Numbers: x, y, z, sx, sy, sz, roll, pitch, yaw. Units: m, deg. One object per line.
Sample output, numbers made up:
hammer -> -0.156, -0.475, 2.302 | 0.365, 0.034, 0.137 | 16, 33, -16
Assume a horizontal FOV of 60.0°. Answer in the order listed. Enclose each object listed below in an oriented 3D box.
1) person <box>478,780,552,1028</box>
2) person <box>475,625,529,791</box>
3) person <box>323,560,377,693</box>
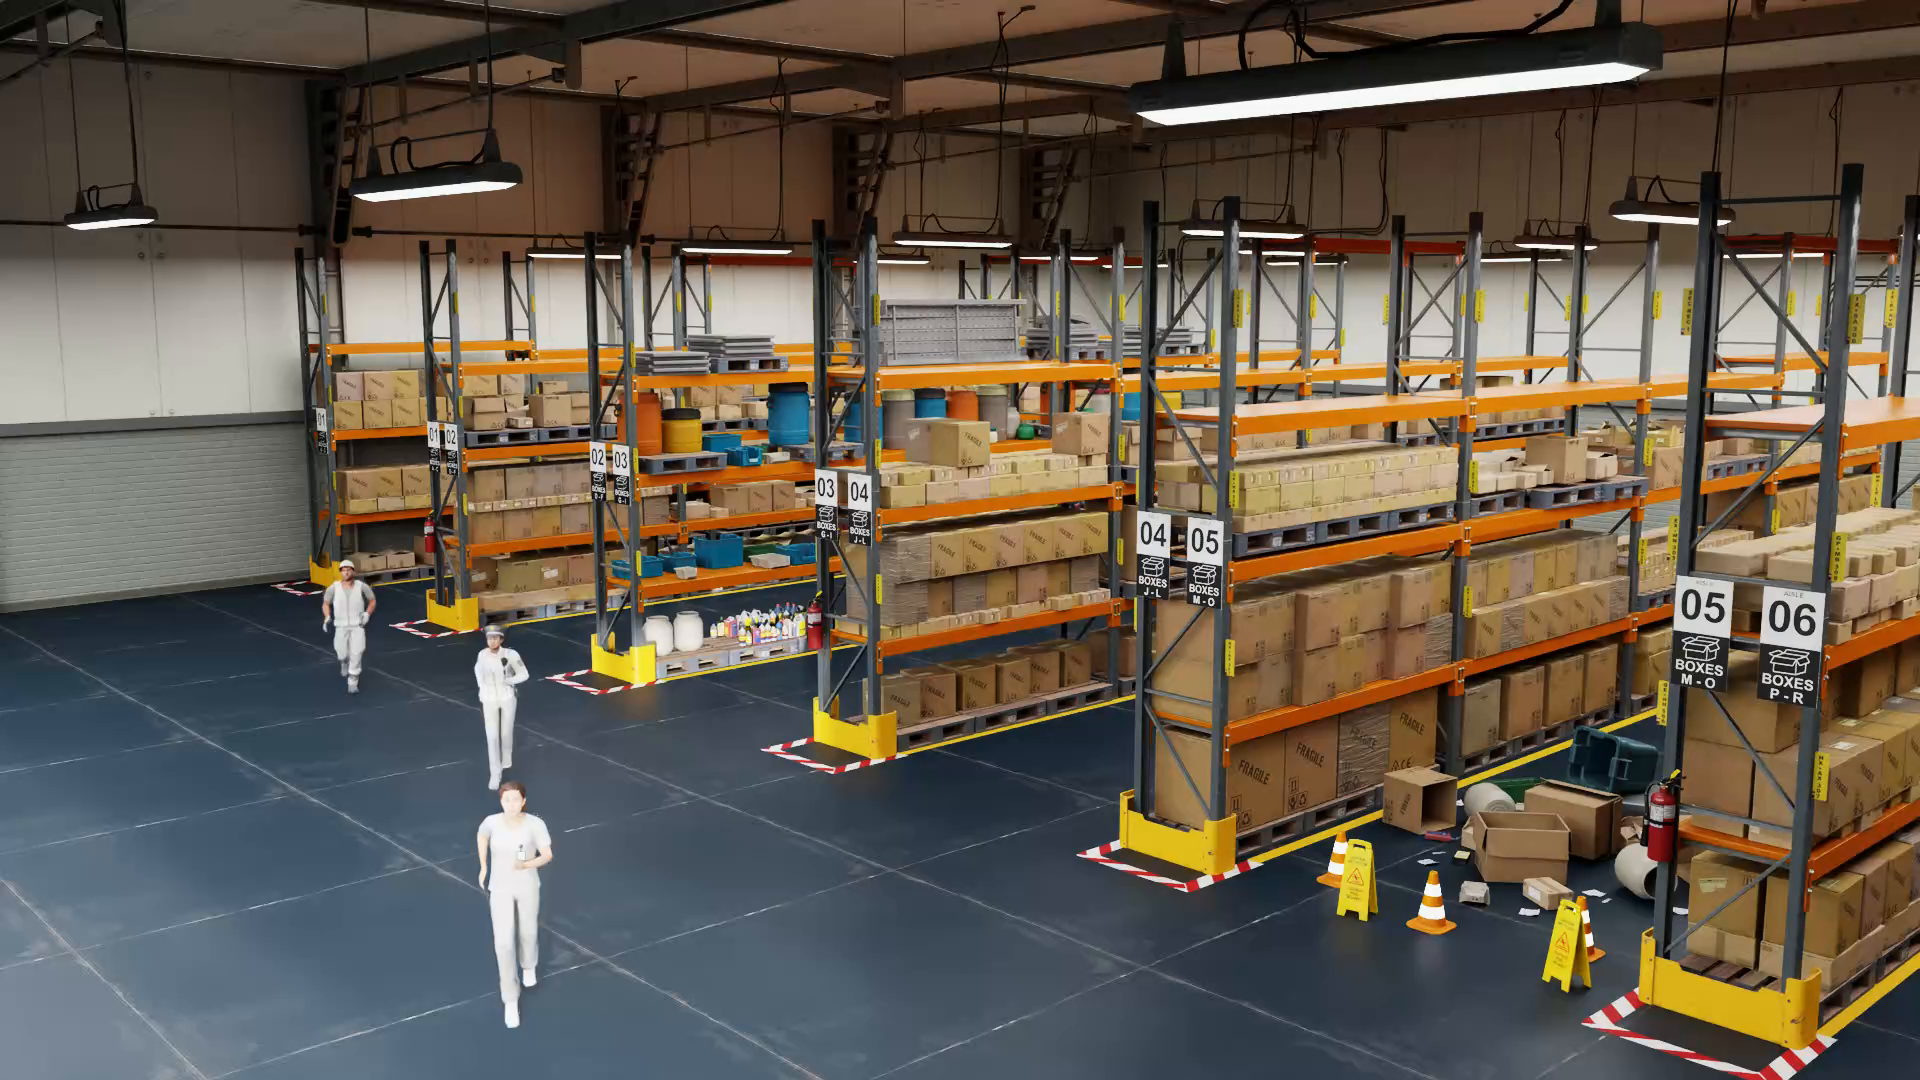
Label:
person -> -3.230, 2.569, 12.112 | 0.535, 1.715, 0.856 | -2, 9, -12
person -> -4.904, 1.732, 17.803 | 0.596, 1.723, 0.867 | -1, 8, -7
person -> -8.012, 1.119, 21.870 | 0.673, 1.732, 0.591 | -3, 9, -17
